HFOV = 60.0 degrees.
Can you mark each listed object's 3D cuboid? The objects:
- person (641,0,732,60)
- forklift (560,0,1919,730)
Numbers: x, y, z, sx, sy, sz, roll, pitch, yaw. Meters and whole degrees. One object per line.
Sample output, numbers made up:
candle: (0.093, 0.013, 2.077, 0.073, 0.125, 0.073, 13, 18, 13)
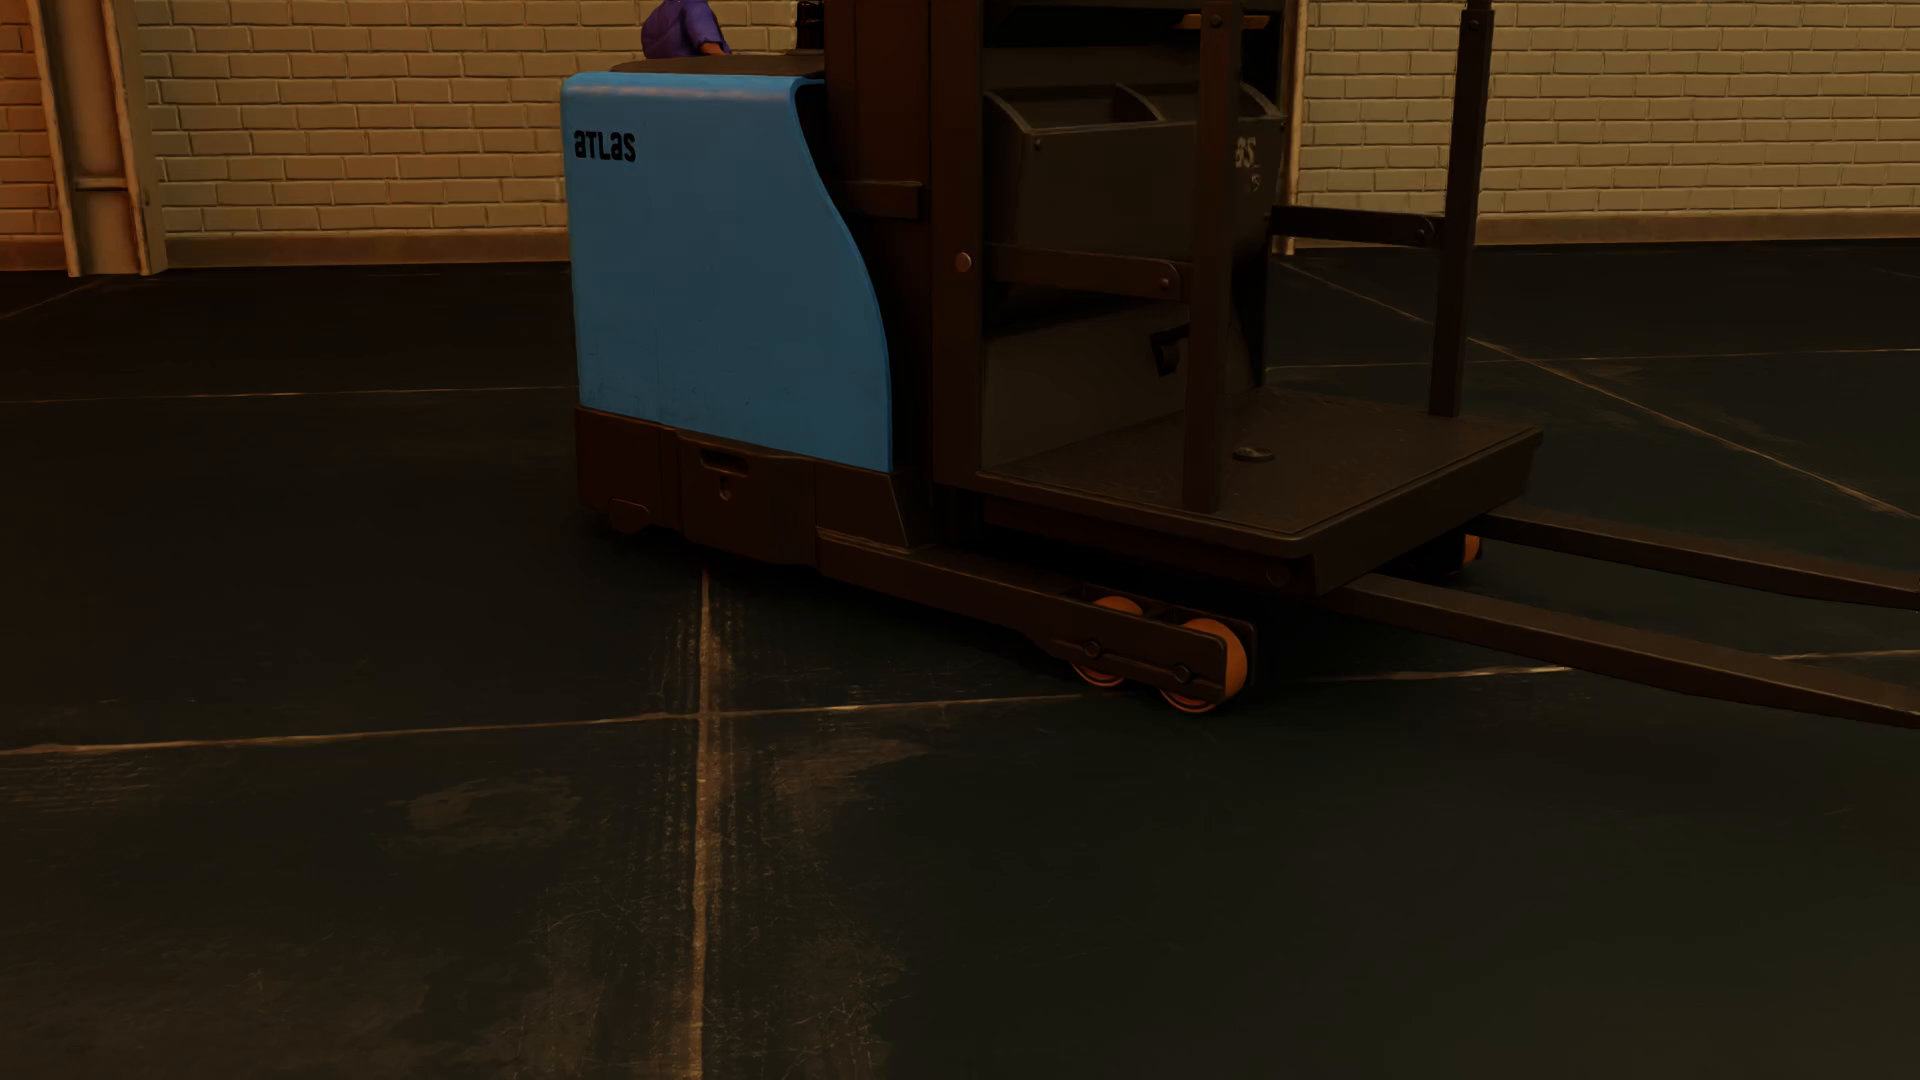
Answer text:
person: (-0.883, -1.469, 6.308, 0.757, 1.504, 0.808, 11, 20, 31)
forklift: (0.531, -1.268, 3.094, 3.031, 2.935, 1.130, 14, 21, 38)
